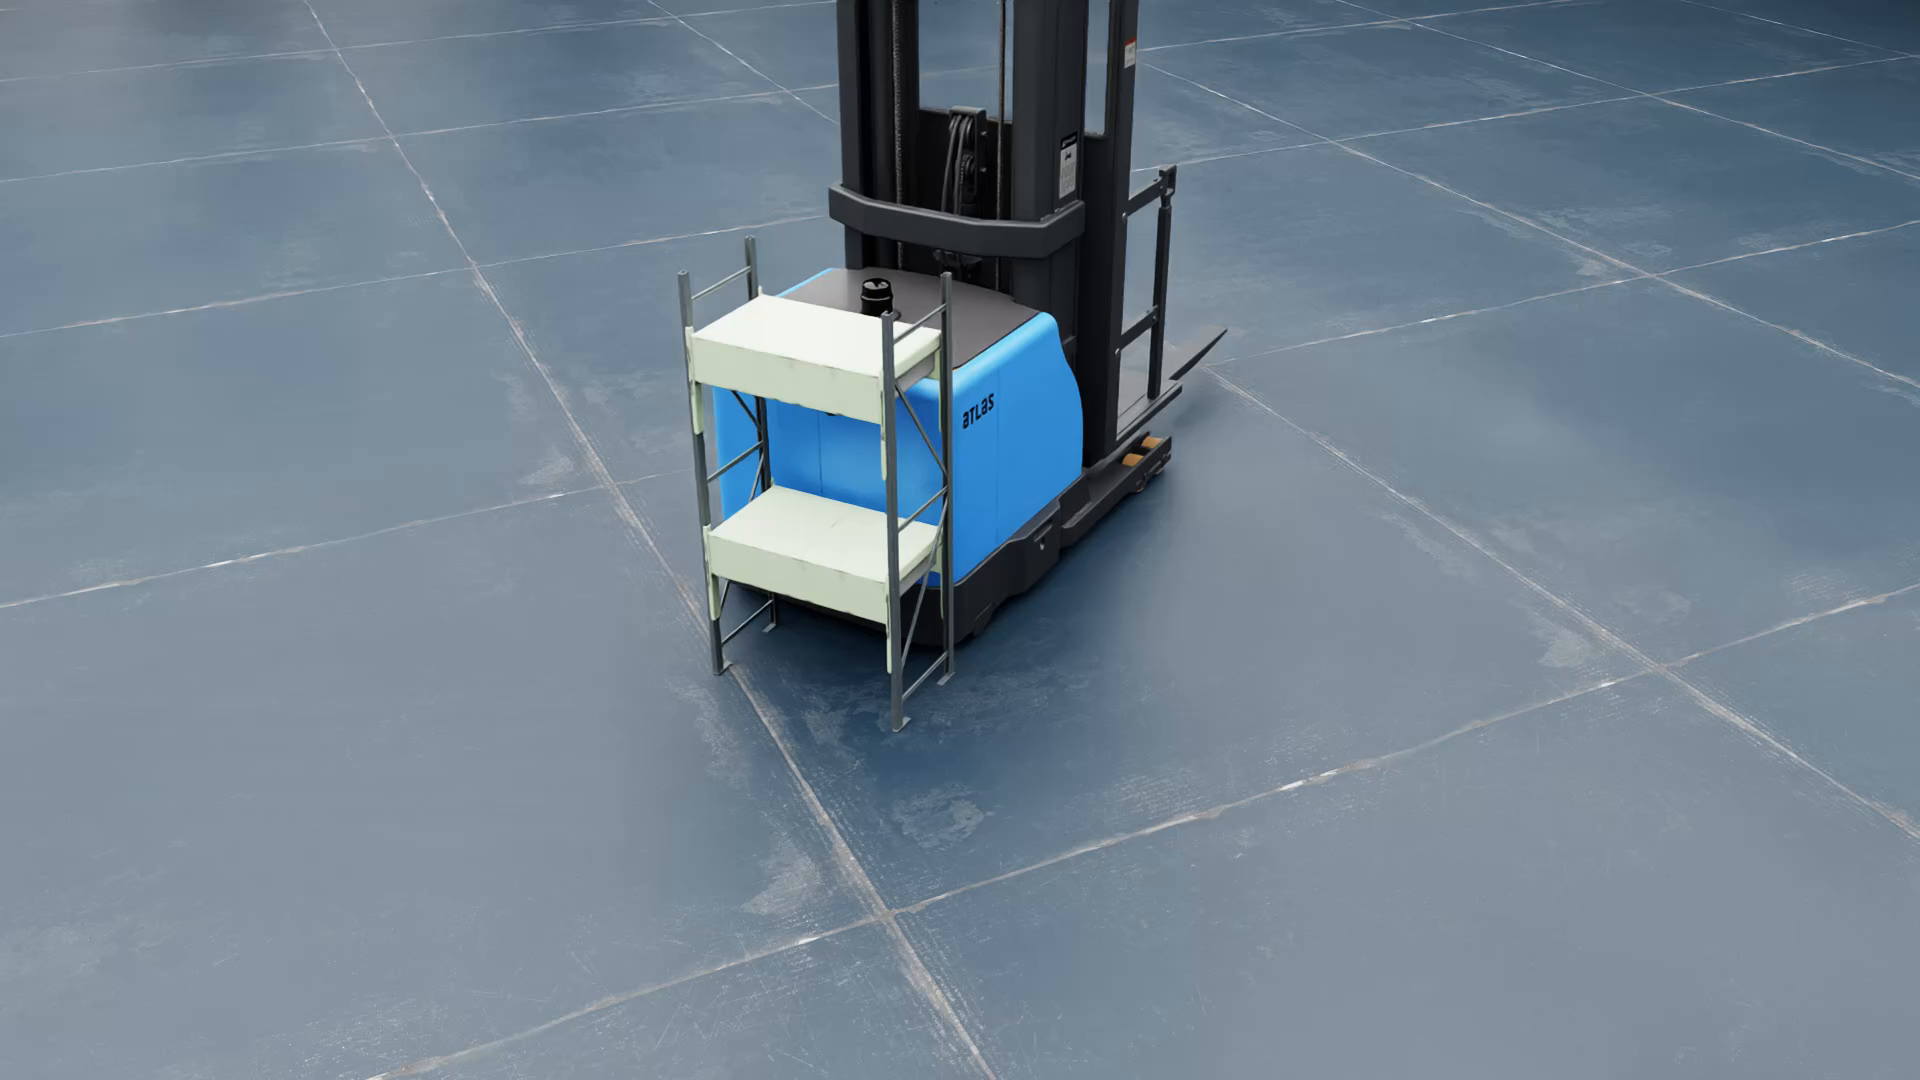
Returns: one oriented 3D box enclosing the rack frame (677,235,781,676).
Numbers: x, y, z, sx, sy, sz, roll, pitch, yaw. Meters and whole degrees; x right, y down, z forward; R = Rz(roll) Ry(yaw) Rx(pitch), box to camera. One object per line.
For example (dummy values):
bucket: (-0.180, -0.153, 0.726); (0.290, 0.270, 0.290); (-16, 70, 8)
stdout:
rack frame: (-0.773, -0.259, 5.677); (0.023, 1.500, 0.400); (15, 33, 24)

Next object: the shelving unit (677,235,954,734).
shelving unit: (-0.450, -0.175, 5.527); (0.755, 1.500, 0.431); (15, 33, 24)

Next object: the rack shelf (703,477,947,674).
rack shelf: (-0.449, 0.108, 5.688); (0.720, 0.370, 0.431); (15, 33, 24)

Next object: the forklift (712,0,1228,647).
forklift: (0.268, -1.585, 6.579); (1.130, 2.935, 3.031); (16, 33, 26)

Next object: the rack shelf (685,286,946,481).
rack shelf: (-0.451, -0.515, 5.335); (0.720, 0.370, 0.431); (15, 33, 24)

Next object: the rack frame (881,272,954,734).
rack frame: (-0.126, -0.092, 5.378); (0.023, 1.500, 0.400); (15, 33, 24)
